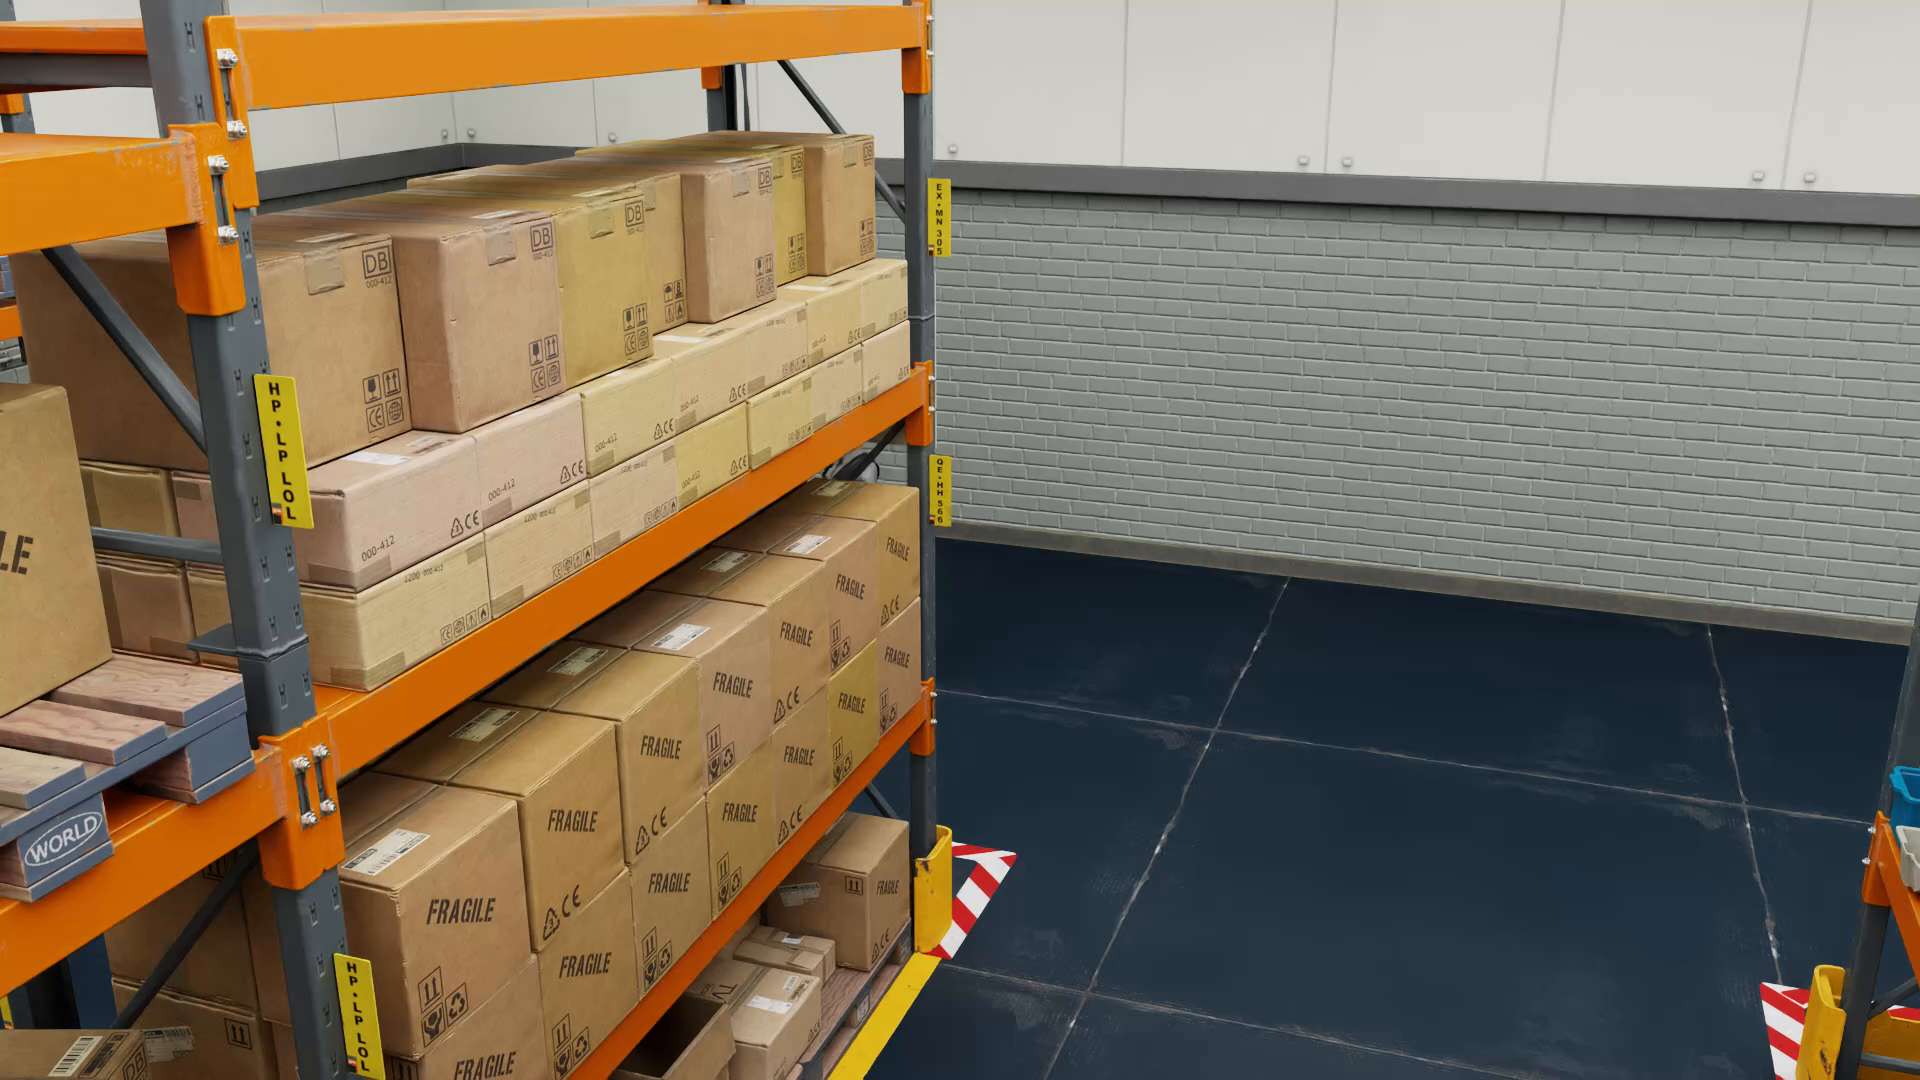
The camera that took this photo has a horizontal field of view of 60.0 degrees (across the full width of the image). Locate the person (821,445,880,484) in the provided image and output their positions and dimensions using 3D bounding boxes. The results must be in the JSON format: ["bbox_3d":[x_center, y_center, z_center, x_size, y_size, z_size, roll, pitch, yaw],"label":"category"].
[{"bbox_3d":[-0.772,0.017,11.051,0.659,1.719,0.558,-10,21,-29],"label":"person"}]
